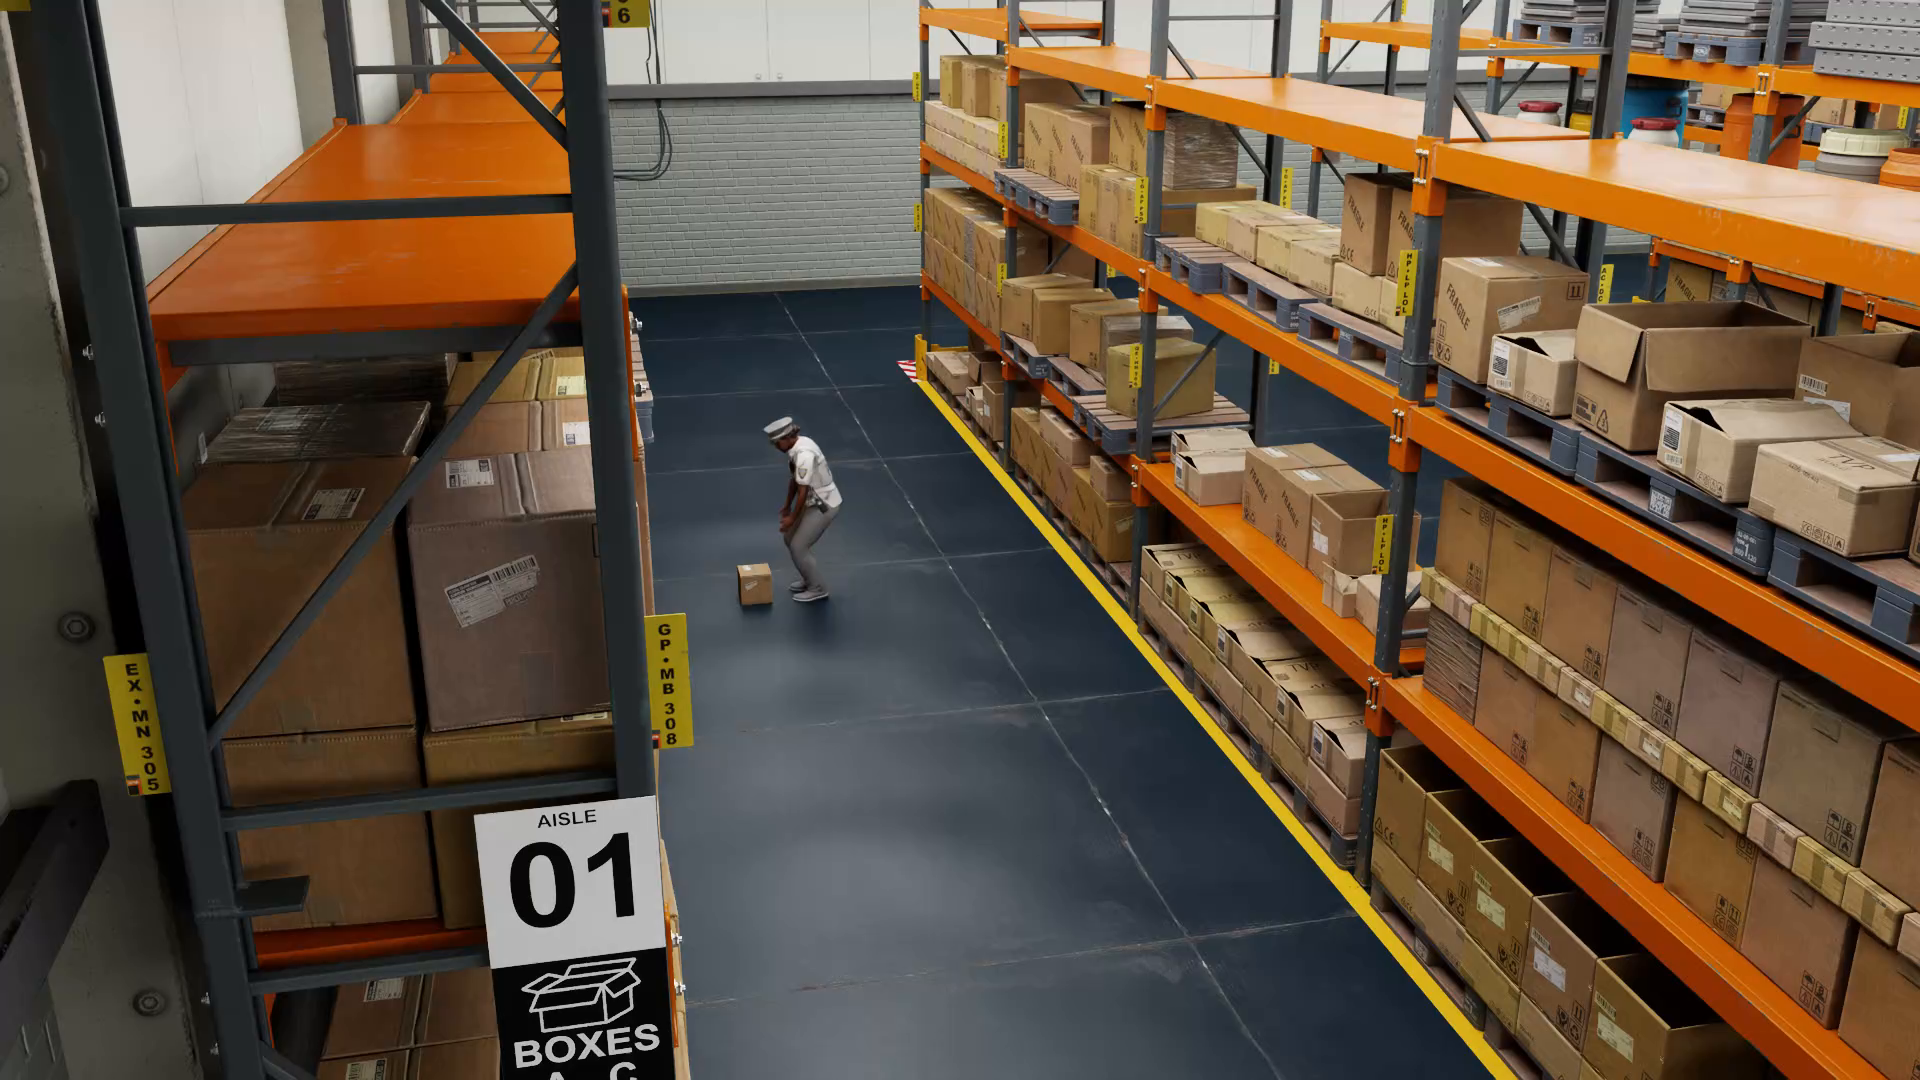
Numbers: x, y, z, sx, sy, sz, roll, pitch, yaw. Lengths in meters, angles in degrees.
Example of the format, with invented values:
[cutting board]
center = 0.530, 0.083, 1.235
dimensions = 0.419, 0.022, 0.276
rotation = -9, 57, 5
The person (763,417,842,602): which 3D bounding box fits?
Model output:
[person]
center = -1.246, -0.252, 13.296
dimensions = 0.607, 1.508, 0.487
rotation = -4, 20, -12
